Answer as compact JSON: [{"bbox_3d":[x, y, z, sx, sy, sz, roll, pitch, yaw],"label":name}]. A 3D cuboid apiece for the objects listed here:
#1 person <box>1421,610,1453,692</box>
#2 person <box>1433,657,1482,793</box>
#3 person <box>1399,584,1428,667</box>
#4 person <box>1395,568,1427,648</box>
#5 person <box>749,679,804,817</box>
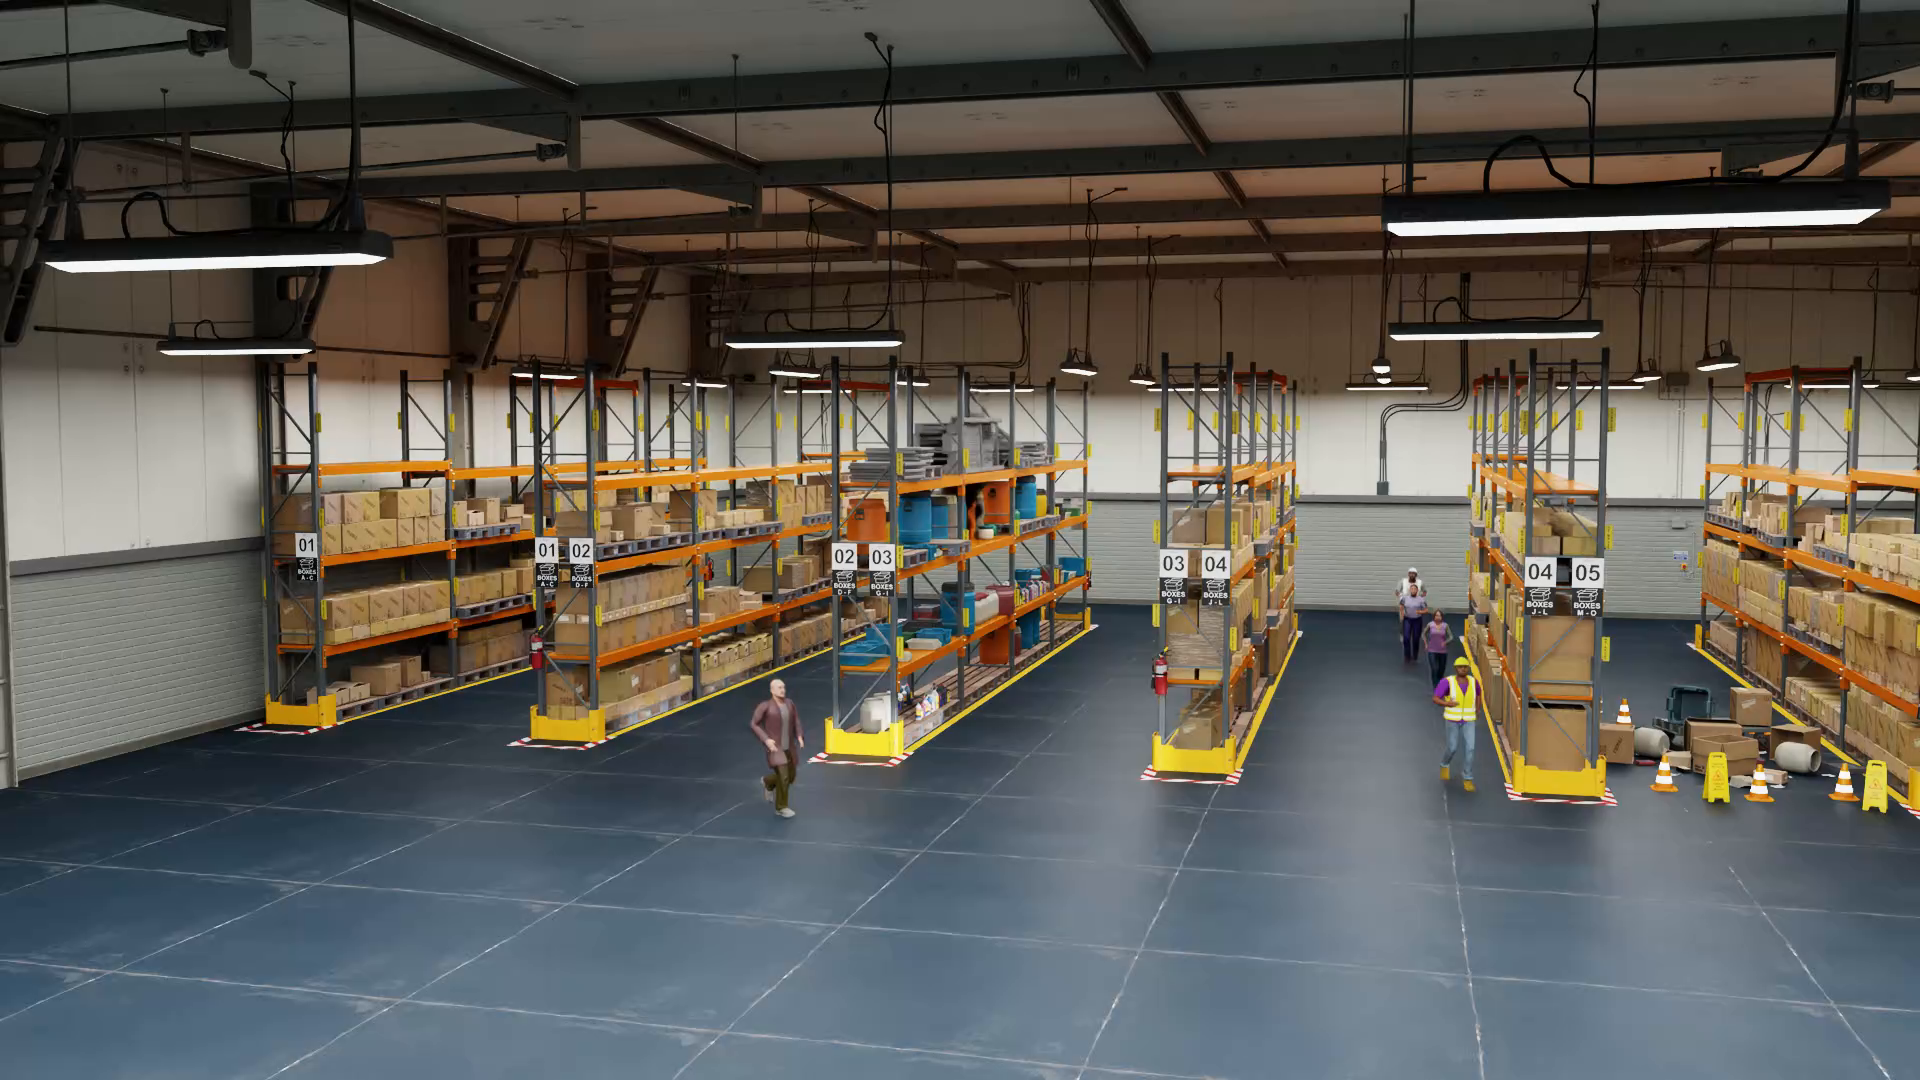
[{"bbox_3d":[8.755,2.064,30.511,0.558,1.584,0.723,1,4,10],"label":"person"},{"bbox_3d":[6.864,2.500,22.881,0.708,1.789,0.874,0,4,3],"label":"person"},{"bbox_3d":[9.396,1.761,34.478,0.598,1.677,0.878,1,4,16],"label":"person"},{"bbox_3d":[10.065,1.502,37.170,0.689,1.790,0.902,1,4,17],"label":"person"},{"bbox_3d":[-2.355,2.636,21.244,0.752,1.733,0.775,-4,6,-45],"label":"person"}]
